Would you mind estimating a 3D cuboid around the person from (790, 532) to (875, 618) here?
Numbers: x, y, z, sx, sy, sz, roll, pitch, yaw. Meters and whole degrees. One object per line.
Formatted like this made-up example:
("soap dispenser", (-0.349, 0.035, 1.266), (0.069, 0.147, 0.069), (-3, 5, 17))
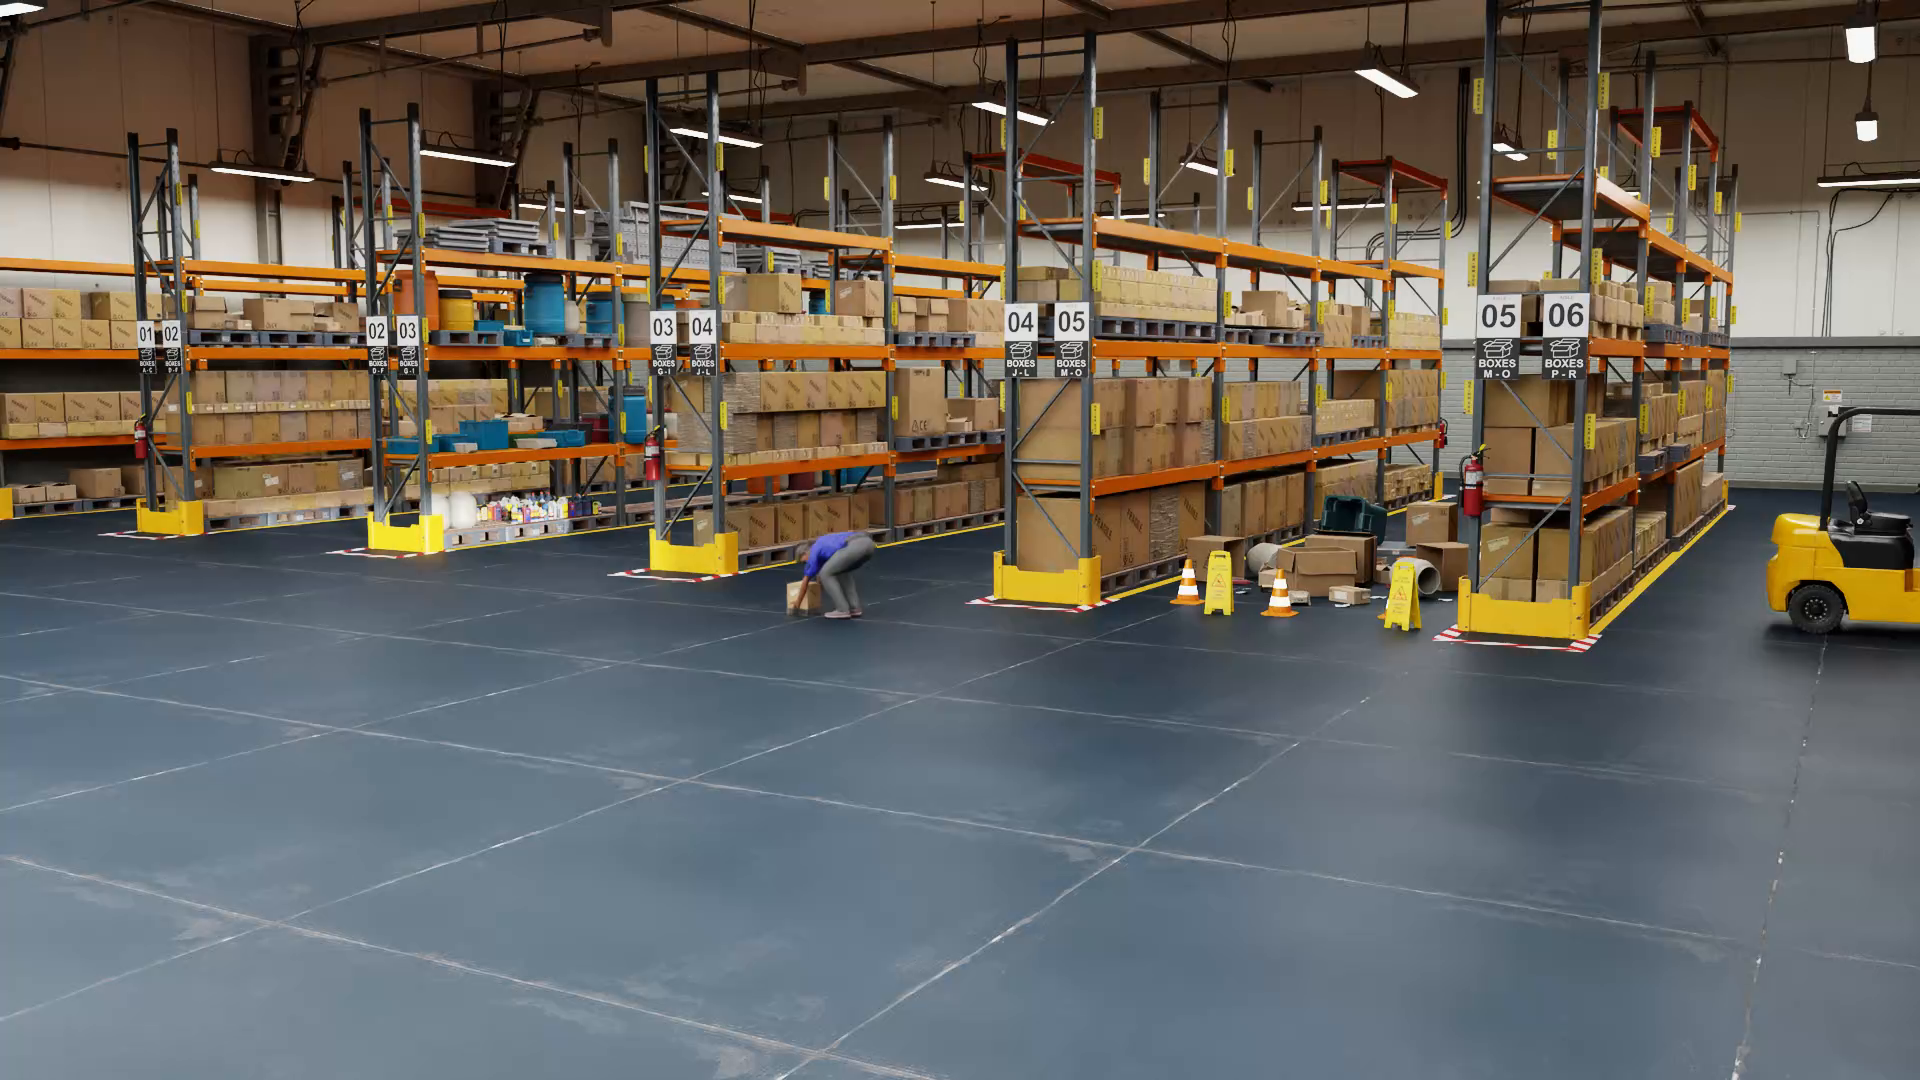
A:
("person", (-1.292, 0.343, 16.877), (0.882, 0.876, 0.443), (3, 7, 26))
